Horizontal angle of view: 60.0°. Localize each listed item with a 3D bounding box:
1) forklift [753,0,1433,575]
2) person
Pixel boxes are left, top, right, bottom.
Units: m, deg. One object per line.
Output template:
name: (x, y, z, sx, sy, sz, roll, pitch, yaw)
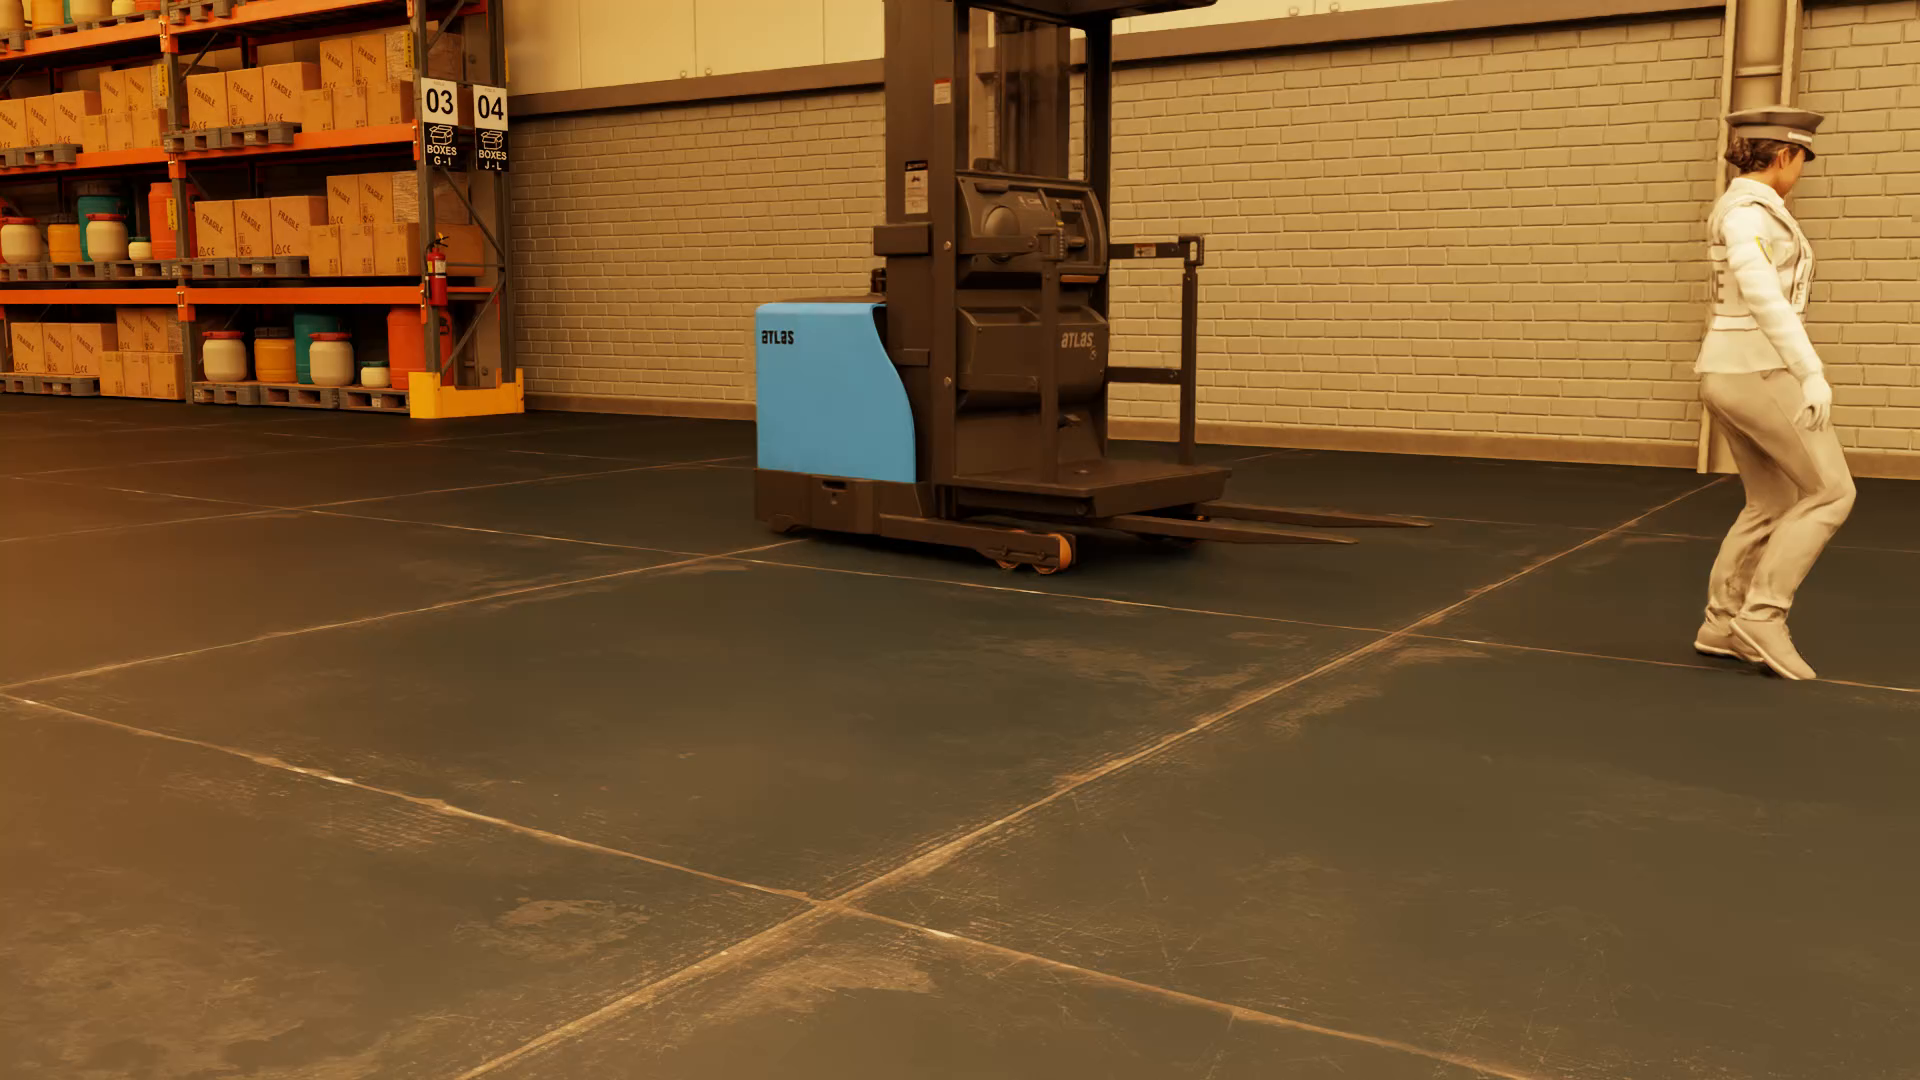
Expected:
forklift: (0.478, -1.396, 7.007, 3.031, 2.935, 1.130, 7, 11, 40)
person: (2.417, -0.434, 4.944, 0.444, 1.673, 0.791, 3, 9, 23)
